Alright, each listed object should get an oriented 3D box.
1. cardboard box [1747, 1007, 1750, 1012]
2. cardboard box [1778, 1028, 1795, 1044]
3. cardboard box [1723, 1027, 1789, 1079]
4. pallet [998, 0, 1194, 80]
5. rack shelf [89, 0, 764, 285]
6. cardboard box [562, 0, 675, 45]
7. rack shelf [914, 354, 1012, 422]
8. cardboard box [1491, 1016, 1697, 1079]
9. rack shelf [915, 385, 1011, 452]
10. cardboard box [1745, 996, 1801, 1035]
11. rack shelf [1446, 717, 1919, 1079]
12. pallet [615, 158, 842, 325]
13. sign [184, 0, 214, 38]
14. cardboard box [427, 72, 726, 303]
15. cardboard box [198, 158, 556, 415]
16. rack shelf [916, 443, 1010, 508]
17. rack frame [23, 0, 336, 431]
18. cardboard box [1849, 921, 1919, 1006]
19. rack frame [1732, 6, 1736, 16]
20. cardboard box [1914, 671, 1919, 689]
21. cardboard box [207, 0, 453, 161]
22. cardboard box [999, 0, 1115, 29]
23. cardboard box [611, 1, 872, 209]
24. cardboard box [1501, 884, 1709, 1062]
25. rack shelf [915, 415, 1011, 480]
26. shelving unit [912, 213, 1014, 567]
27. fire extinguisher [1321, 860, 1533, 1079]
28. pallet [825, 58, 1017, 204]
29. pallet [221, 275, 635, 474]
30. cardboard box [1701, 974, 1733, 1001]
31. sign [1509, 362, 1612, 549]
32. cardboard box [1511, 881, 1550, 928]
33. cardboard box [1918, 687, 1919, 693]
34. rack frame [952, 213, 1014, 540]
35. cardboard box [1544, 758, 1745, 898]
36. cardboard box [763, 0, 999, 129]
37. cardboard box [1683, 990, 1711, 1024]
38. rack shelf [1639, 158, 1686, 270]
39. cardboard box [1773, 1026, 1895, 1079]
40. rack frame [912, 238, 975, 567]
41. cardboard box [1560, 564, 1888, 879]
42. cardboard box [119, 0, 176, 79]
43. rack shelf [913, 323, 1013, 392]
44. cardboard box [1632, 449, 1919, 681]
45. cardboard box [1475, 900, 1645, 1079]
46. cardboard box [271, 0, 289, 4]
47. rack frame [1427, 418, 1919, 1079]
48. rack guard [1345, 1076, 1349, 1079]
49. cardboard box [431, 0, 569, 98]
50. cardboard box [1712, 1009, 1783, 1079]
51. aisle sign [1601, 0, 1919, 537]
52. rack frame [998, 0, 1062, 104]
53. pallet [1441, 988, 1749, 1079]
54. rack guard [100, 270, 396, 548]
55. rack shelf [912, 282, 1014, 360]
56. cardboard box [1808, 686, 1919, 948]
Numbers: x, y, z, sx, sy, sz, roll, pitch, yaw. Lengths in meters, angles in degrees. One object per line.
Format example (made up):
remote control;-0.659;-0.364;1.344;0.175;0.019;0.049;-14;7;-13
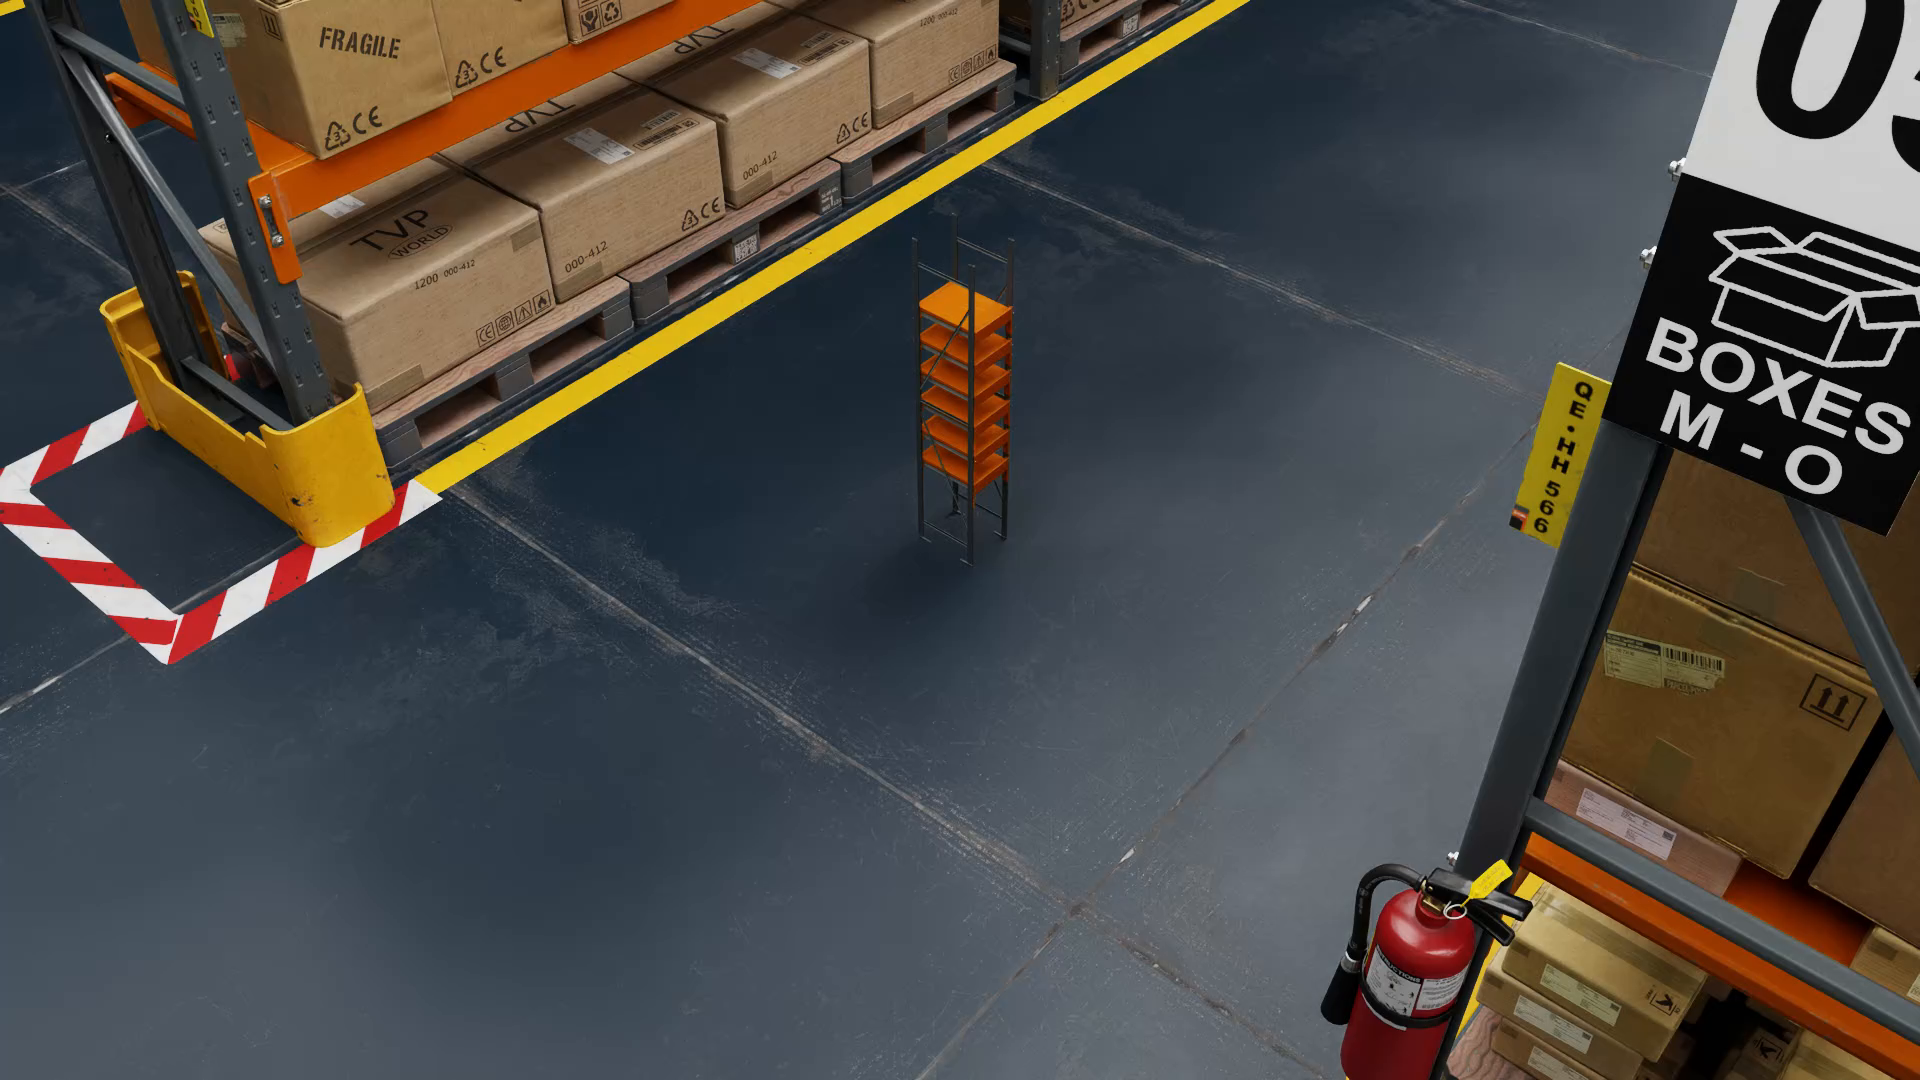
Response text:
cardboard box;2.182;1.140;4.073;0.380;0.149;0.250;30;50;29
cardboard box;2.092;1.187;3.800;0.380;0.149;0.250;29;50;28
cardboard box;1.873;1.304;3.672;0.380;0.149;0.250;32;51;30
pallet;0.499;-2.876;8.756;1.003;0.211;1.213;29;50;28
rack shelf;-1.227;-2.182;6.454;1.077;0.370;4.000;29;50;28
cardboard box;-1.340;-2.104;5.760;0.500;0.500;0.500;29;50;28
rack shelf;0.009;-0.507;5.304;0.258;0.103;0.180;29;50;28
cardboard box;1.519;1.211;3.995;0.380;0.149;0.250;30;50;29
rack shelf;0.009;-0.419;5.384;0.258;0.103;0.180;29;50;28
cardboard box;2.022;1.036;3.746;0.380;0.149;0.250;30;50;29
rack shelf;2.627;-0.090;4.154;1.077;0.370;4.000;29;50;28
pallet;-1.274;-1.457;7.196;1.003;0.211;1.213;29;50;28
sign;-2.093;-1.524;4.494;0.100;0.325;0.005;29;50;28
cardboard box;-1.584;-1.483;6.744;0.875;0.438;0.875;31;51;29
cardboard box;-2.166;-1.008;6.222;0.875;0.438;0.875;28;49;27
rack shelf;0.009;-0.241;5.546;0.258;0.103;0.180;29;50;28
rack frame;-2.514;-1.418;5.080;1.000;3.000;0.127;29;50;28
cardboard box;1.799;0.741;2.892;0.380;0.149;0.250;29;50;28
rack frame;1.339;-1.546;0.762;1.000;3.000;0.127;29;50;28
cardboard box;2.165;0.128;3.084;0.500;0.500;0.500;30;50;29
cardboard box;-1.986;-1.578;5.181;0.500;0.500;0.500;29;50;28
cardboard box;0.398;-3.201;8.308;0.875;0.875;0.875;31;51;30
cardboard box;-1.002;-1.947;7.254;0.875;0.438;0.875;28;49;27
cardboard box;1.486;0.970;3.818;0.380;0.149;0.250;30;50;29
rack shelf;0.009;-0.330;5.465;0.258;0.103;0.180;29;50;28
shelving unit;0.009;-0.451;5.355;0.258;1.200;0.189;29;50;28
fire extinguisher;0.824;0.770;3.008;0.296;0.674;0.183;29;50;28
pallet;-0.489;-2.088;7.890;1.003;0.211;1.213;29;50;28
pallet;-2.060;-0.832;6.508;1.003;0.211;1.213;29;50;28
cardboard box;1.692;0.866;3.933;0.380;0.149;0.250;30;50;29
sign;0.927;-0.123;2.560;0.100;0.325;0.005;29;50;28
cardboard box;1.606;1.035;4.189;0.380;0.149;0.250;31;51;30
cardboard box;1.831;0.040;2.438;0.500;0.500;0.500;29;50;28
rack frame;0.068;-0.498;5.406;0.240;1.200;0.006;29;50;28
cardboard box;1.333;0.476;3.184;0.380;0.149;0.250;30;50;28
cardboard box;-0.426;-2.408;7.761;0.875;0.438;0.875;29;50;28
cardboard box;1.670;0.956;4.055;0.380;0.149;0.250;28;49;28
rack shelf;2.627;-1.200;3.145;1.077;0.370;4.000;29;50;28
cardboard box;1.937;1.230;3.532;0.380;0.149;0.250;27;49;27
rack frame;-0.050;-0.404;5.303;0.240;1.200;0.006;29;50;28
cardboard box;1.432;0.183;3.023;0.500;0.500;0.500;31;50;29
cardboard box;-2.407;-1.818;5.445;0.500;0.500;0.500;30;50;29
rack shelf;0.009;-0.596;5.223;0.258;0.103;0.180;29;50;28
cardboard box;1.443;-0.187;2.687;0.500;0.500;0.500;28;49;28
cardboard box;1.461;1.067;3.932;0.380;0.149;0.250;28;49;27
cardboard box;-1.987;-1.949;4.846;0.500;0.500;0.500;28;49;28
rack frame;1.339;0.673;2.780;1.000;3.000;0.127;29;50;28
rack guard;1.388;1.559;3.664;1.175;0.500;0.348;29;50;28
cardboard box;-1.681;-1.850;5.481;0.500;0.500;0.500;29;50;28
cardboard box;2.027;1.271;3.929;0.380;0.149;0.250;29;50;28
aisle sign;1.063;-0.381;2.007;0.394;0.787;0.004;29;50;28
rack frame;0.060;-3.477;7.345;1.000;3.000;0.127;29;50;28
pallet;1.938;1.263;4.204;1.003;0.211;1.213;29;50;28
rack guard;-2.530;-0.481;5.907;1.175;0.500;0.348;29;50;28
rack shelf;0.009;-0.685;5.142;0.258;0.103;0.180;29;50;28
cardboard box;1.840;0.415;2.769;0.500;0.500;0.500;32;51;30
